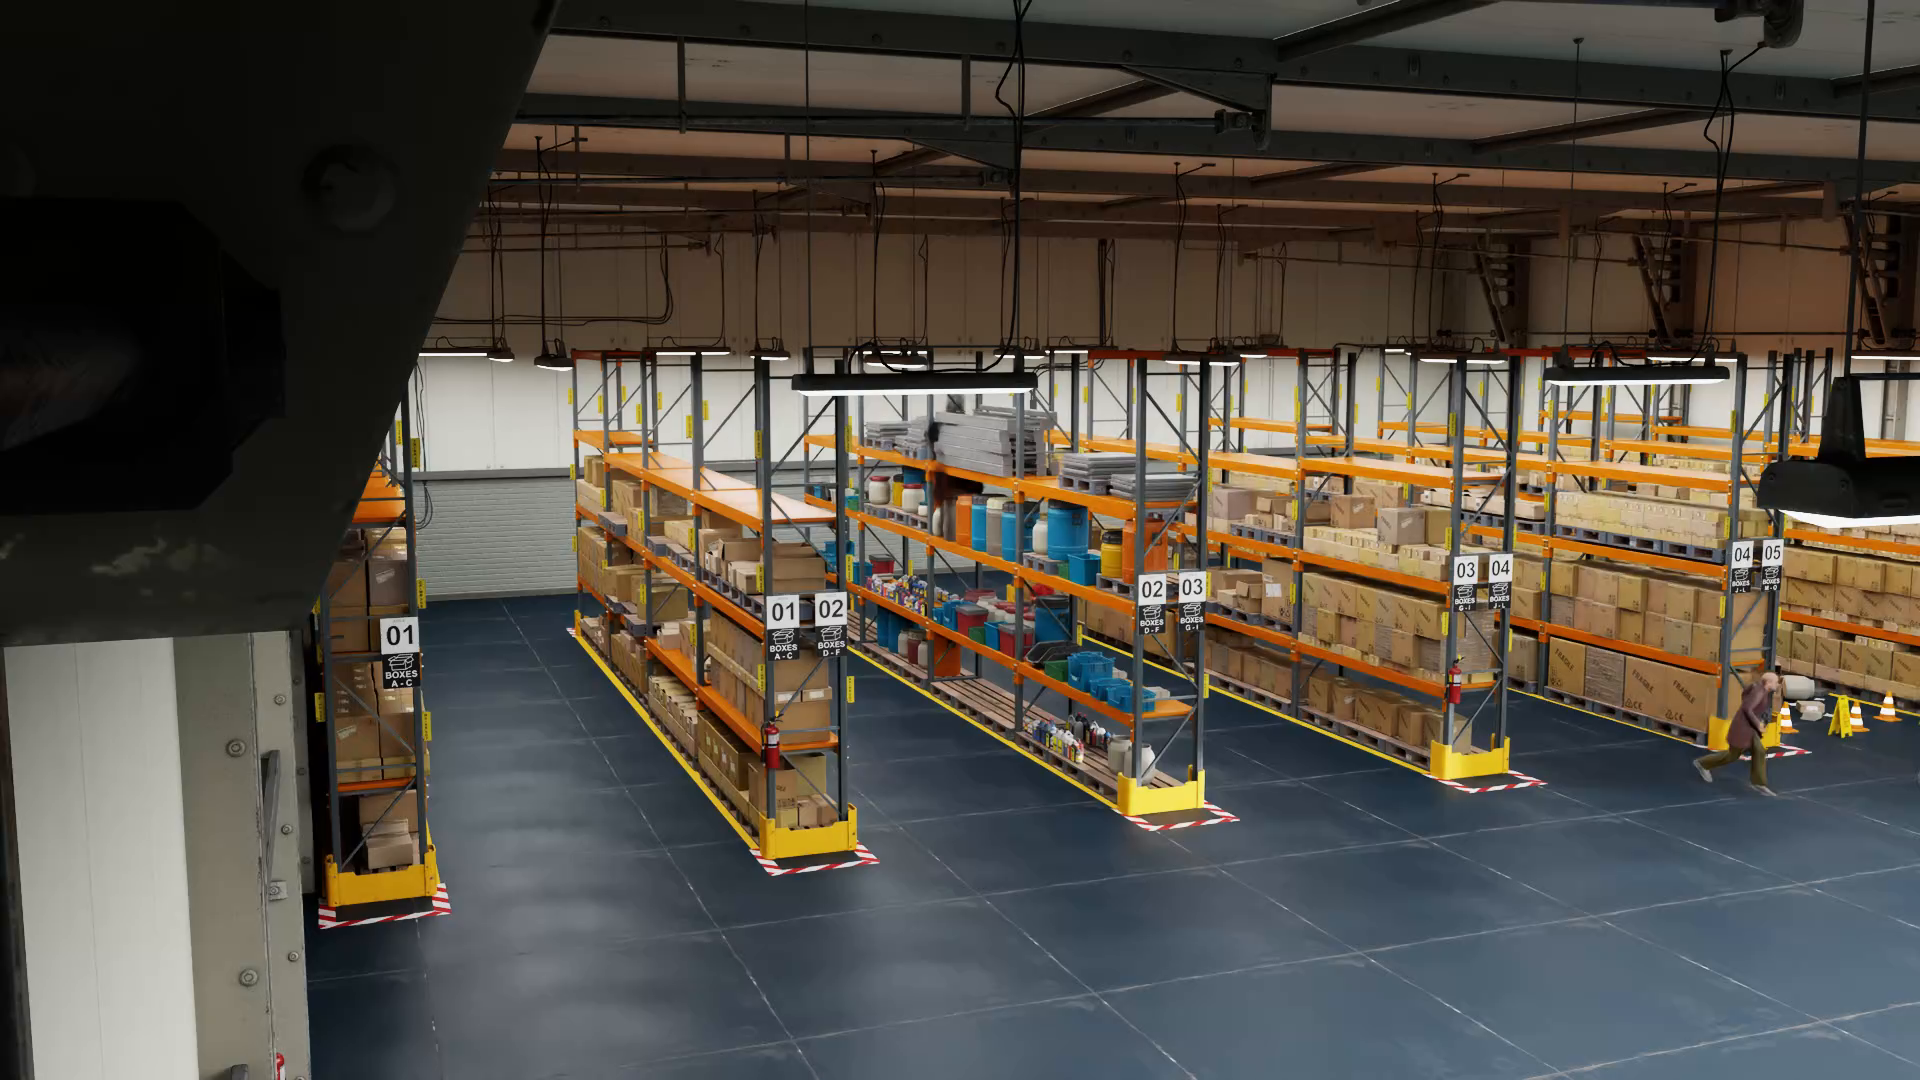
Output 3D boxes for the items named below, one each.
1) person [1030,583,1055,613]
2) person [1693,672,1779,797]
[{"bbox_3d":[1.591,1.464,32.579,0.653,1.751,0.979,-3,8,-24],"label":"person"},{"bbox_3d":[10.761,2.650,23.023,1.082,1.738,0.742,3,8,24],"label":"person"}]
